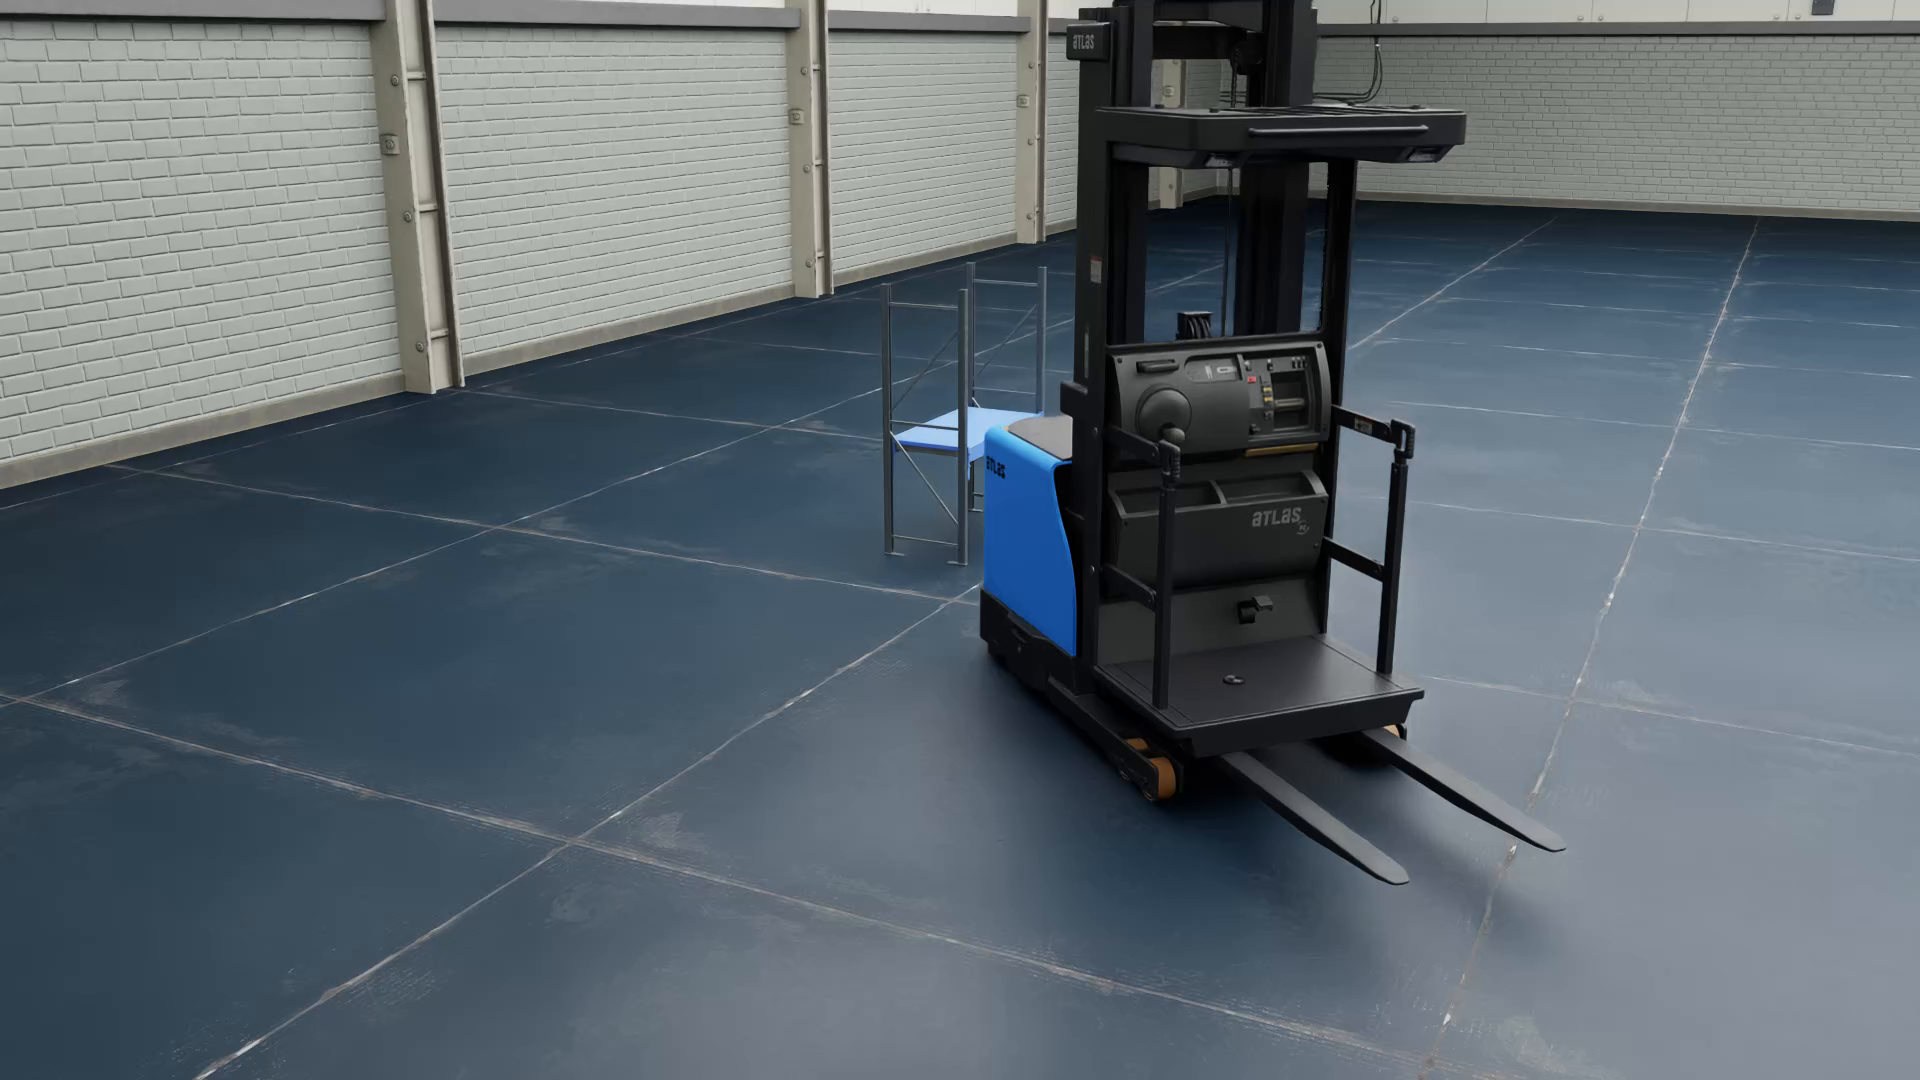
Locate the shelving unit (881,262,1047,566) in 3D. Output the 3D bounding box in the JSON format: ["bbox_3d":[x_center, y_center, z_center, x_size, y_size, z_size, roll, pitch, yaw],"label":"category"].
[{"bbox_3d":[0.038,-0.741,9.384,0.538,1.500,1.048,8,18,25],"label":"shelving unit"}]

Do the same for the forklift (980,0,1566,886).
[{"bbox_3d":[1.103,-0.561,6.265,1.130,2.935,3.031,-6,18,-21],"label":"forklift"}]

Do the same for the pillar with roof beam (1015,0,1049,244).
[{"bbox_3d":[4.867,-8.080,20.922,9.100,9.000,0.400,8,18,25],"label":"pillar with roof beam"}]

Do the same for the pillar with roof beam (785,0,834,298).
[{"bbox_3d":[2.186,-6.551,15.777,9.100,9.000,0.400,8,18,25],"label":"pillar with roof beam"}]

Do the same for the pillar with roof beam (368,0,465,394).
[{"bbox_3d":[-0.495,-5.023,10.631,9.100,9.000,0.400,8,18,25],"label":"pillar with roof beam"}]

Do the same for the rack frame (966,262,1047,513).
[{"bbox_3d":[0.265,-0.870,9.820,0.500,1.500,0.032,8,18,25],"label":"rack frame"}]

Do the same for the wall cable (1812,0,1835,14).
[{"bbox_3d":[14.682,-11.156,25.308,2.305,6.003,0.169,8,18,25],"label":"wall cable"}]

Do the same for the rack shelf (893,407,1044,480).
[{"bbox_3d":[0.038,-0.568,9.435,0.538,0.185,1.000,8,18,25],"label":"rack shelf"}]

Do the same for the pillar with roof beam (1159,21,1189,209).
[{"bbox_3d":[7.548,-9.608,26.068,9.100,9.000,0.400,8,18,25],"label":"pillar with roof beam"}]

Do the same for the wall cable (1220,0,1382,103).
[{"bbox_3d":[6.196,-9.249,30.314,3.097,2.526,0.112,8,18,25],"label":"wall cable"}]

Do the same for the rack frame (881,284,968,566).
[{"bbox_3d":[-0.189,-0.611,8.948,0.500,1.500,0.032,8,18,25],"label":"rack frame"}]
